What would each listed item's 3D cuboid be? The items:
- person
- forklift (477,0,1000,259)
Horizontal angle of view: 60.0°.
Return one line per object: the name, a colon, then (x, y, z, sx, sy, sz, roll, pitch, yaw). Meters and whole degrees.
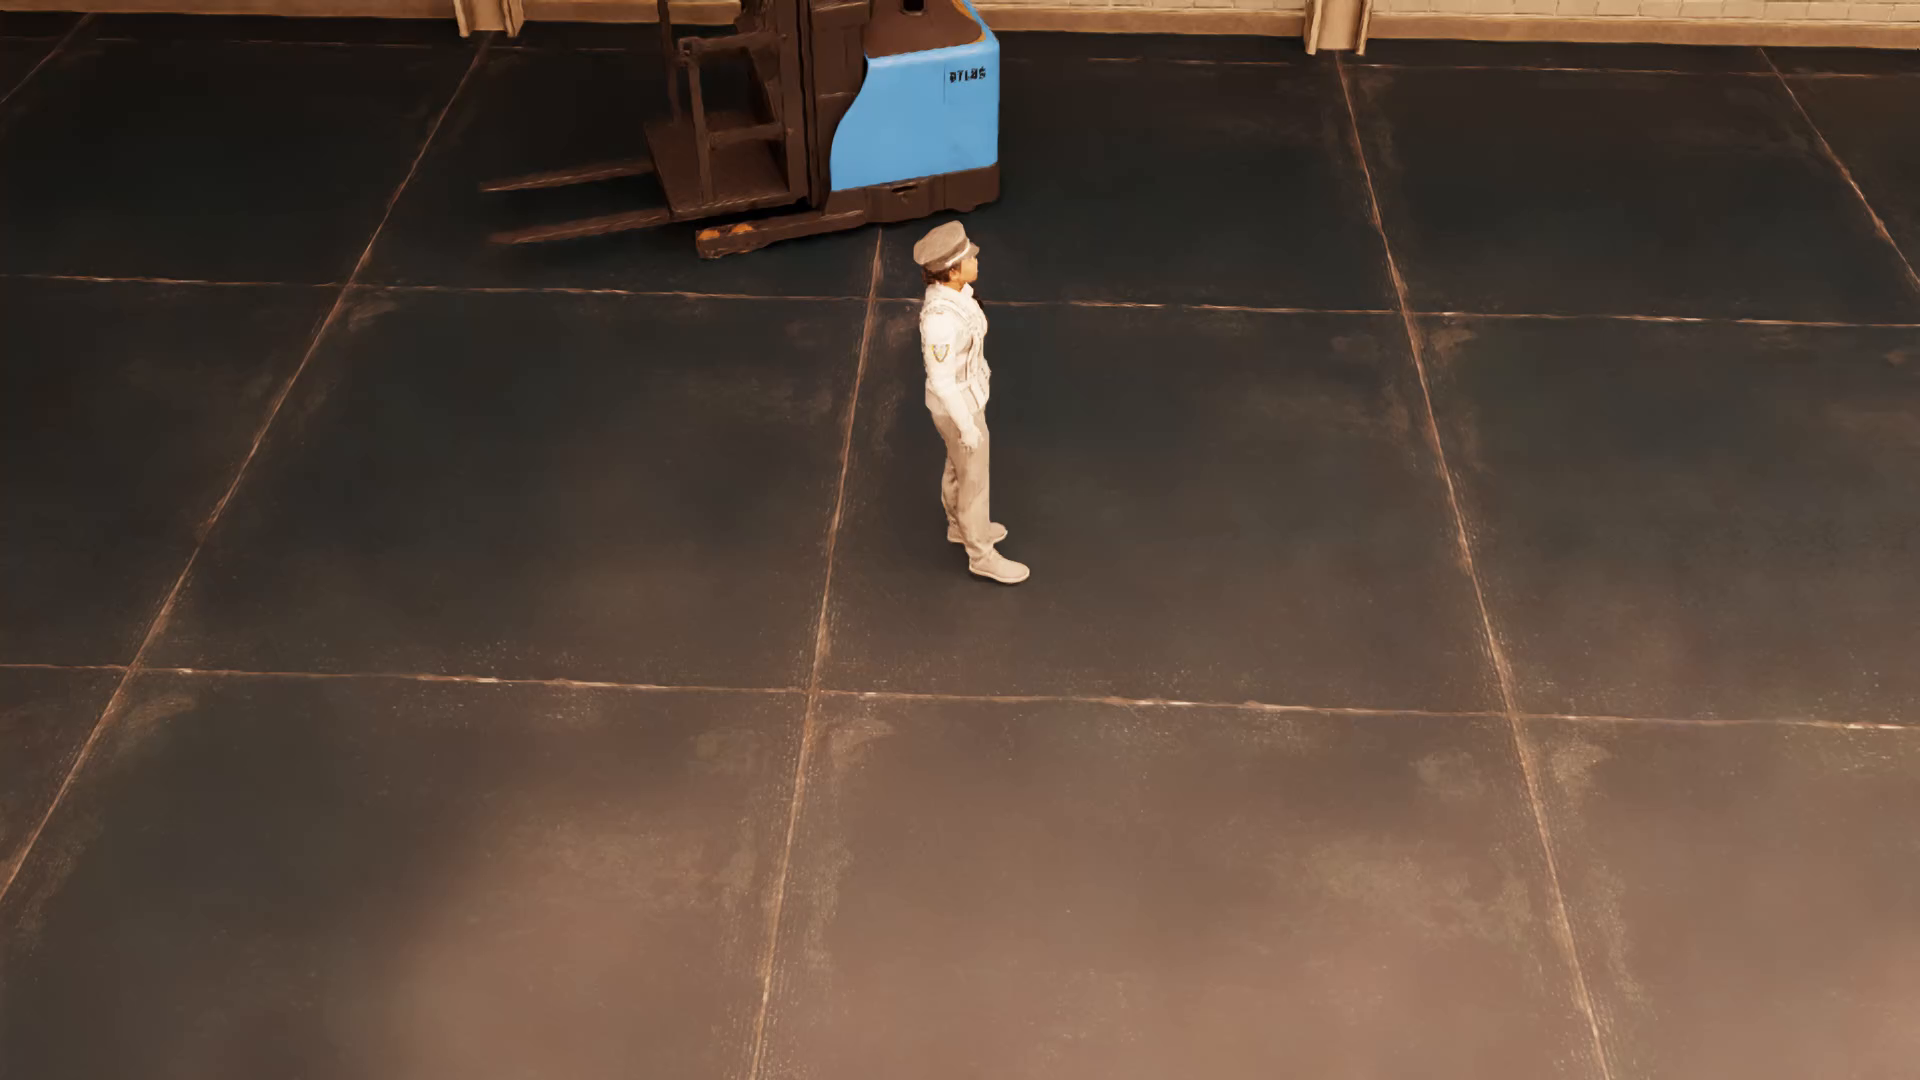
person: (0.067, -0.624, 7.332, 0.532, 1.695, 0.586, 2, 42, 2)
forklift: (-1.333, -3.121, 9.161, 3.031, 2.935, 1.130, -12, 44, -13)
